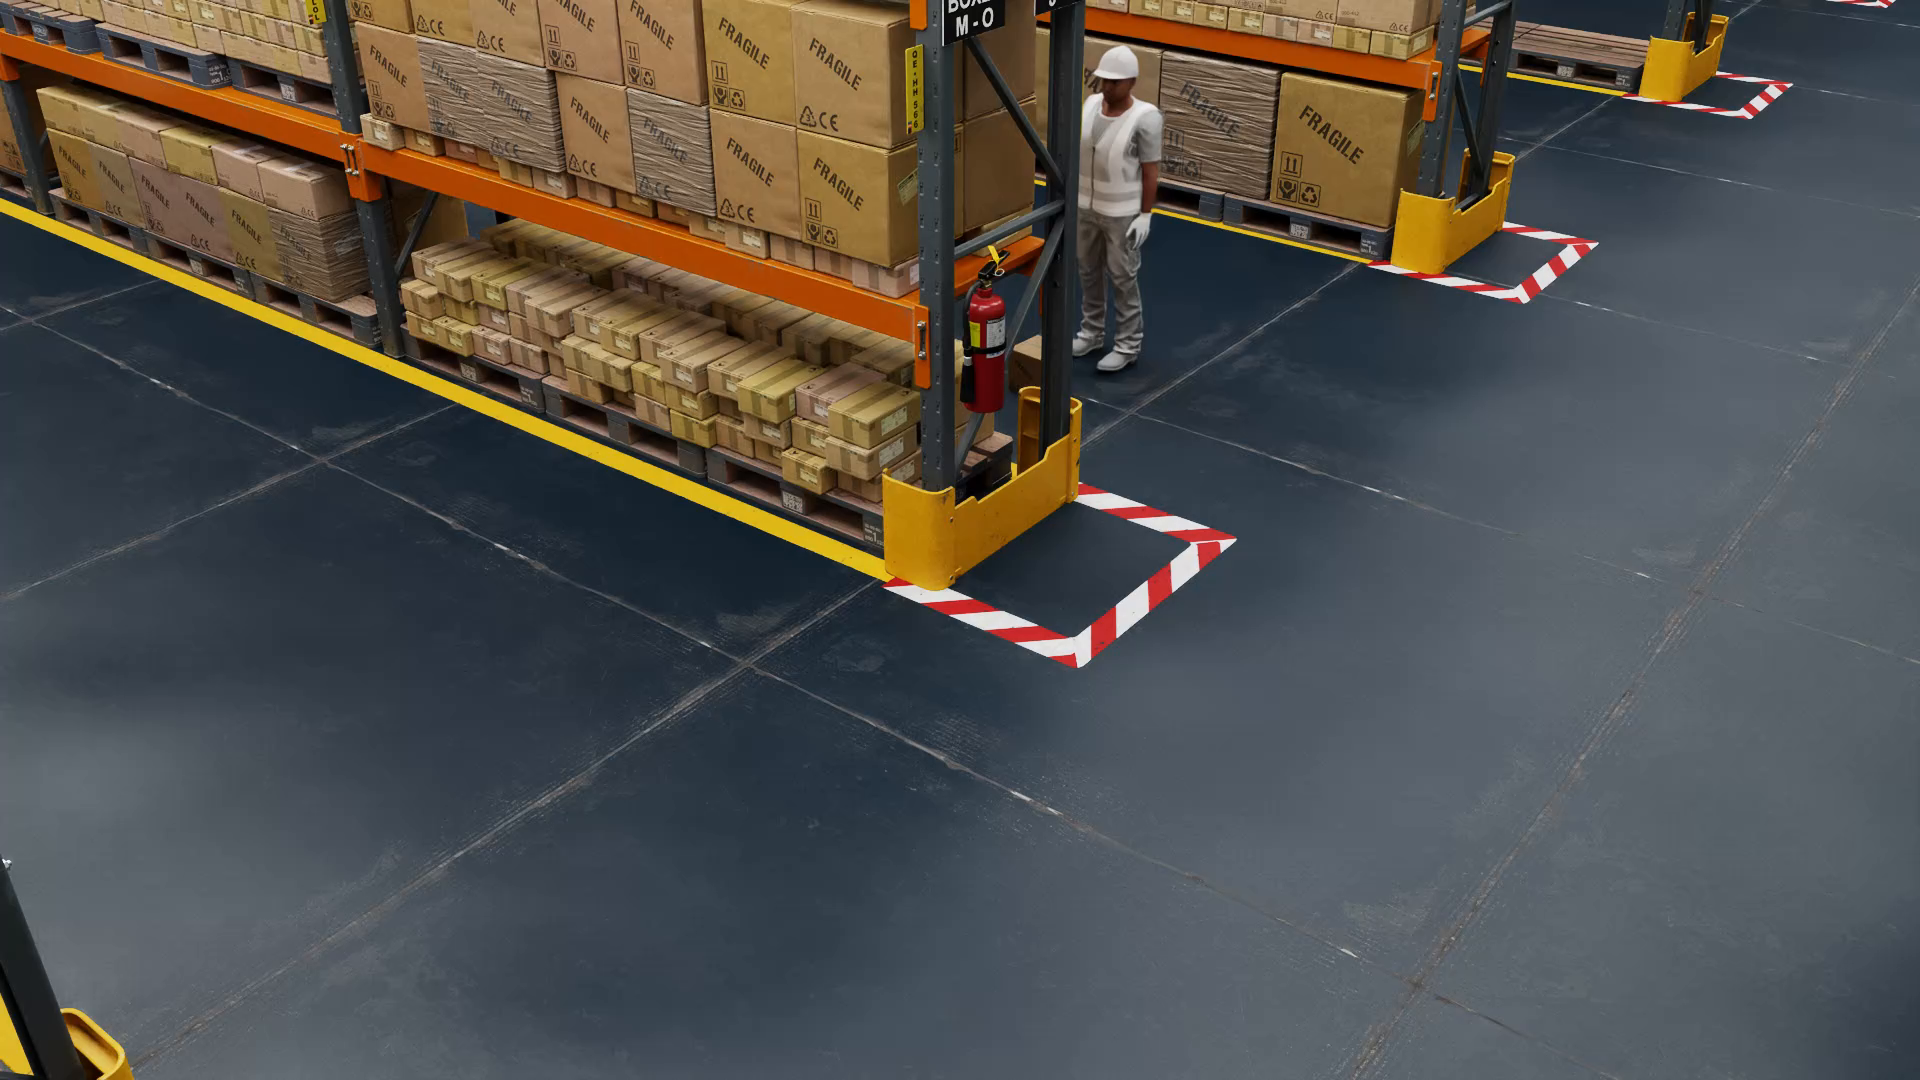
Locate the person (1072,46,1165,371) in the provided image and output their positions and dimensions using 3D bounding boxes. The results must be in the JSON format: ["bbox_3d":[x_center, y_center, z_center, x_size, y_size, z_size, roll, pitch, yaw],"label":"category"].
[{"bbox_3d":[0.831,-1.818,9.182,0.546,1.784,0.355,26,39,36],"label":"person"}]
